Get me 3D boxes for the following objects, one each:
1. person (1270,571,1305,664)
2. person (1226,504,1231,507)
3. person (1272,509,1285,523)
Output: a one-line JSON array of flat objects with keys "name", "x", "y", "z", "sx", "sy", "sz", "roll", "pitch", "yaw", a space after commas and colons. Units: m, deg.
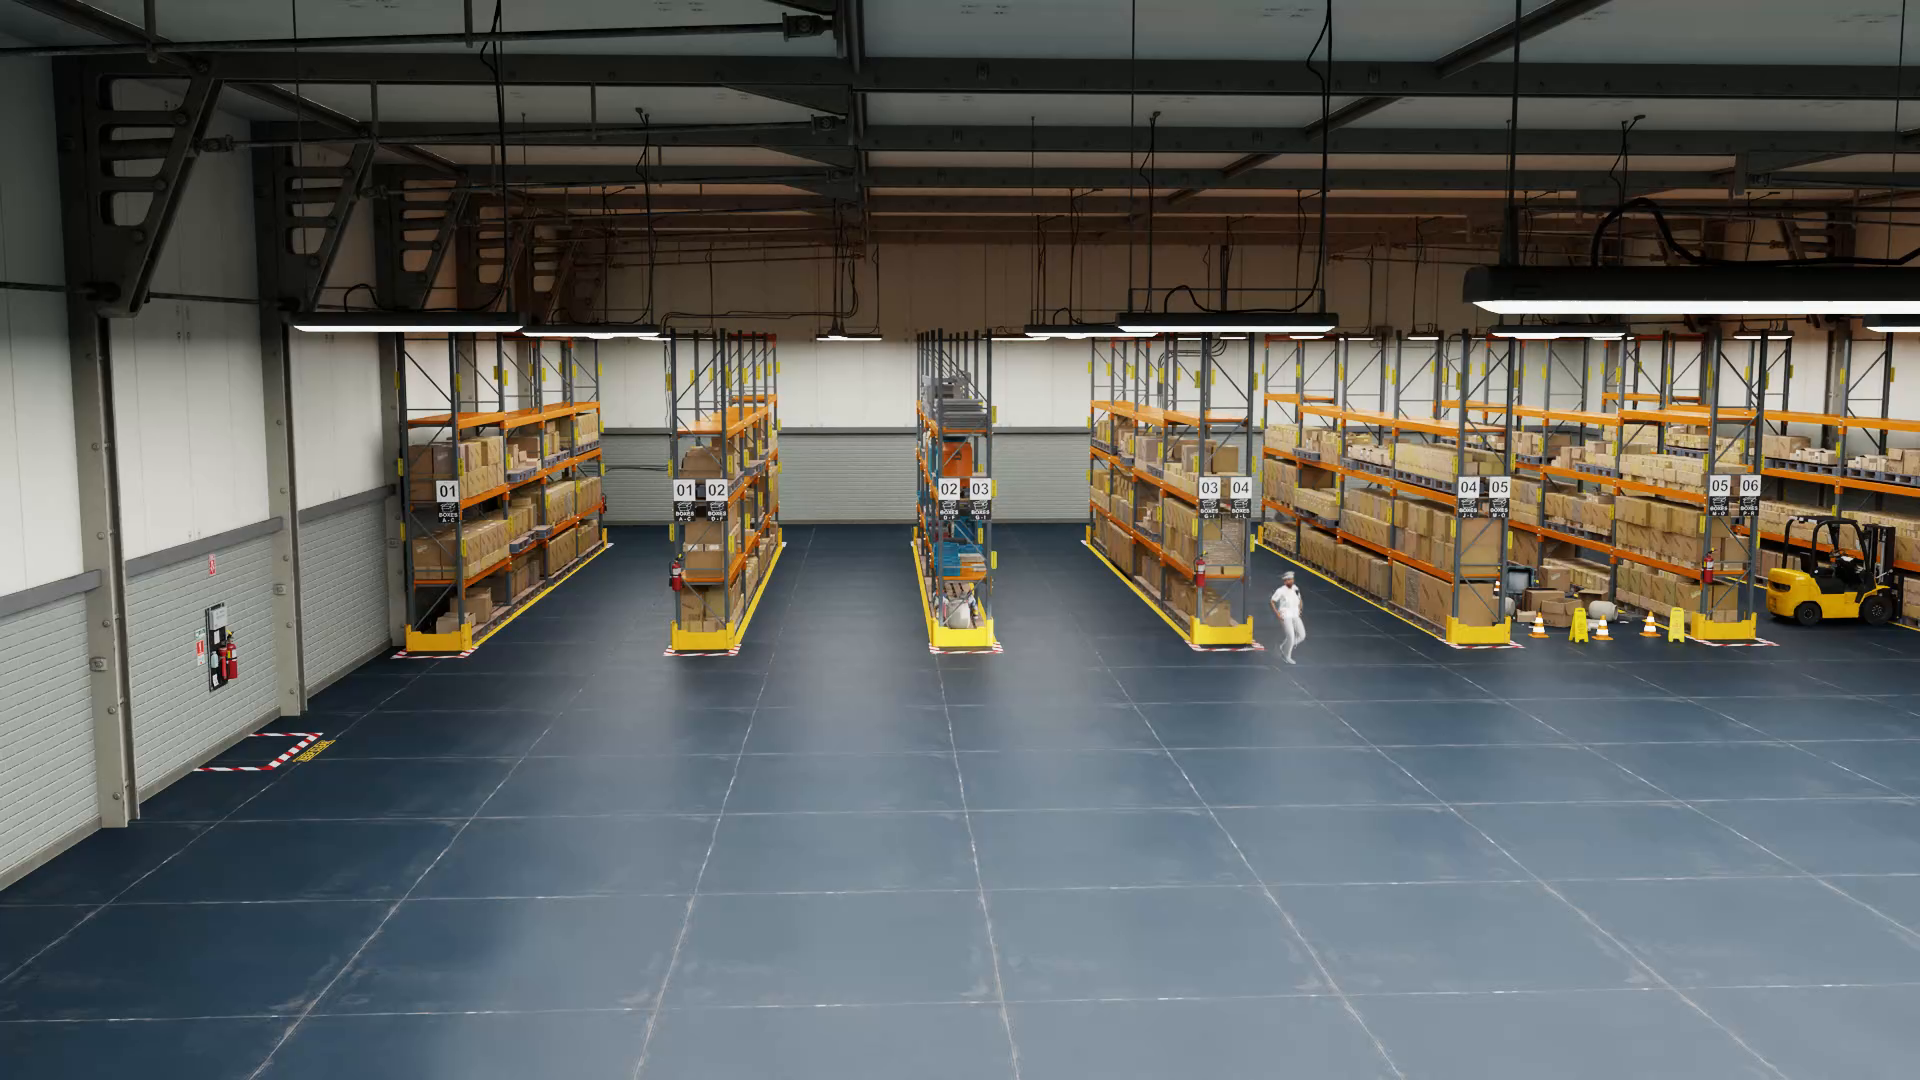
[{"name": "person", "x": 5.935, "y": 1.396, "z": 29.928, "sx": 0.688, "sy": 1.681, "sz": 0.470, "roll": -5, "pitch": 9, "yaw": -38}, {"name": "person", "x": 7.408, "y": -0.430, "z": 45.096, "sx": 0.648, "sy": 1.708, "sz": 0.621, "roll": -1, "pitch": 7, "yaw": -6}, {"name": "person", "x": 9.474, "y": -0.891, "z": 49.095, "sx": 0.827, "sy": 1.731, "sz": 0.706, "roll": 2, "pitch": 7, "yaw": 16}]
